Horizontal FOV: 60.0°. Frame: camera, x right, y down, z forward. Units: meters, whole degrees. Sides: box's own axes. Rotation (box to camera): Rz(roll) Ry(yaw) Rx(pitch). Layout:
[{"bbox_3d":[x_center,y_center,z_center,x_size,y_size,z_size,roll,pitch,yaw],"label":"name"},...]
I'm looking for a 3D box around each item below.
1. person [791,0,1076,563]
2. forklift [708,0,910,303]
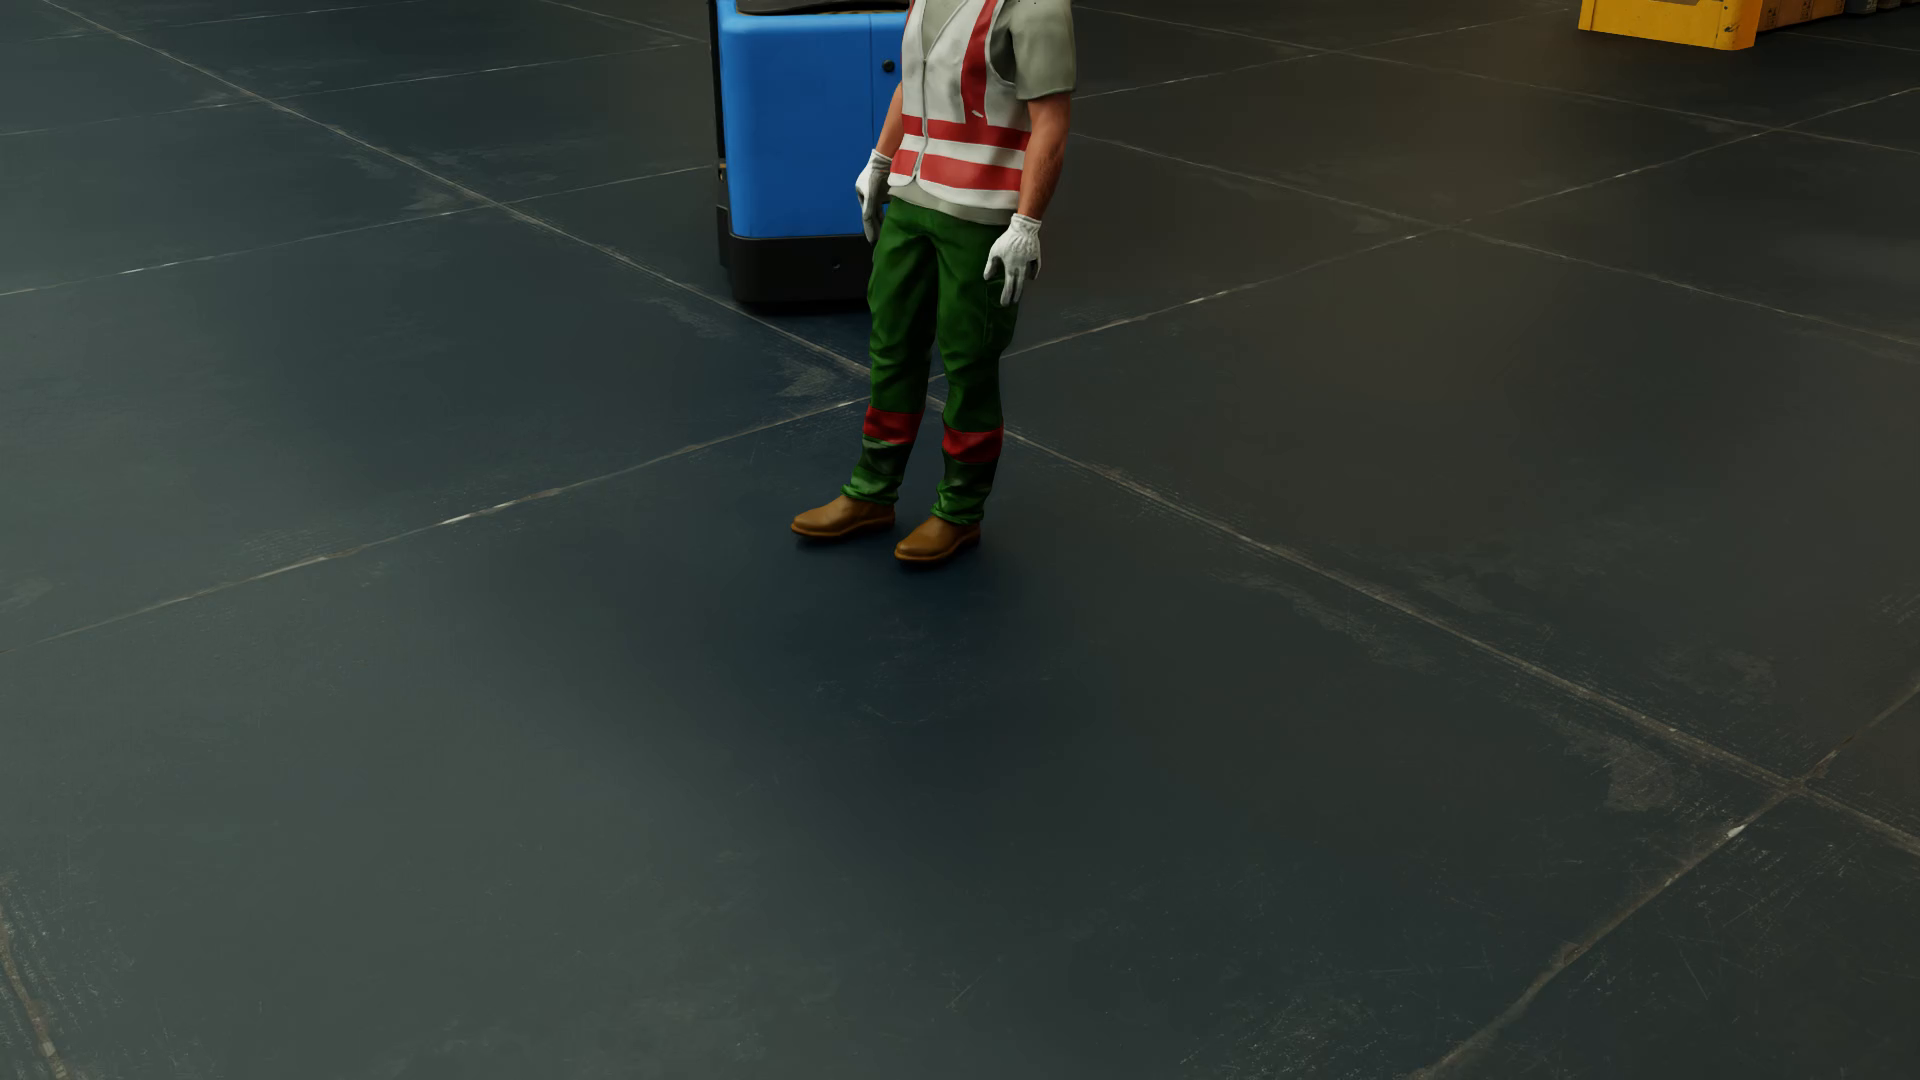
[{"bbox_3d":[-0.069,-0.788,4.061,0.562,1.789,0.638,-20,33,-35],"label":"person"},{"bbox_3d":[-0.534,-2.810,6.867,1.130,2.935,3.031,-4,27,-8],"label":"forklift"}]
